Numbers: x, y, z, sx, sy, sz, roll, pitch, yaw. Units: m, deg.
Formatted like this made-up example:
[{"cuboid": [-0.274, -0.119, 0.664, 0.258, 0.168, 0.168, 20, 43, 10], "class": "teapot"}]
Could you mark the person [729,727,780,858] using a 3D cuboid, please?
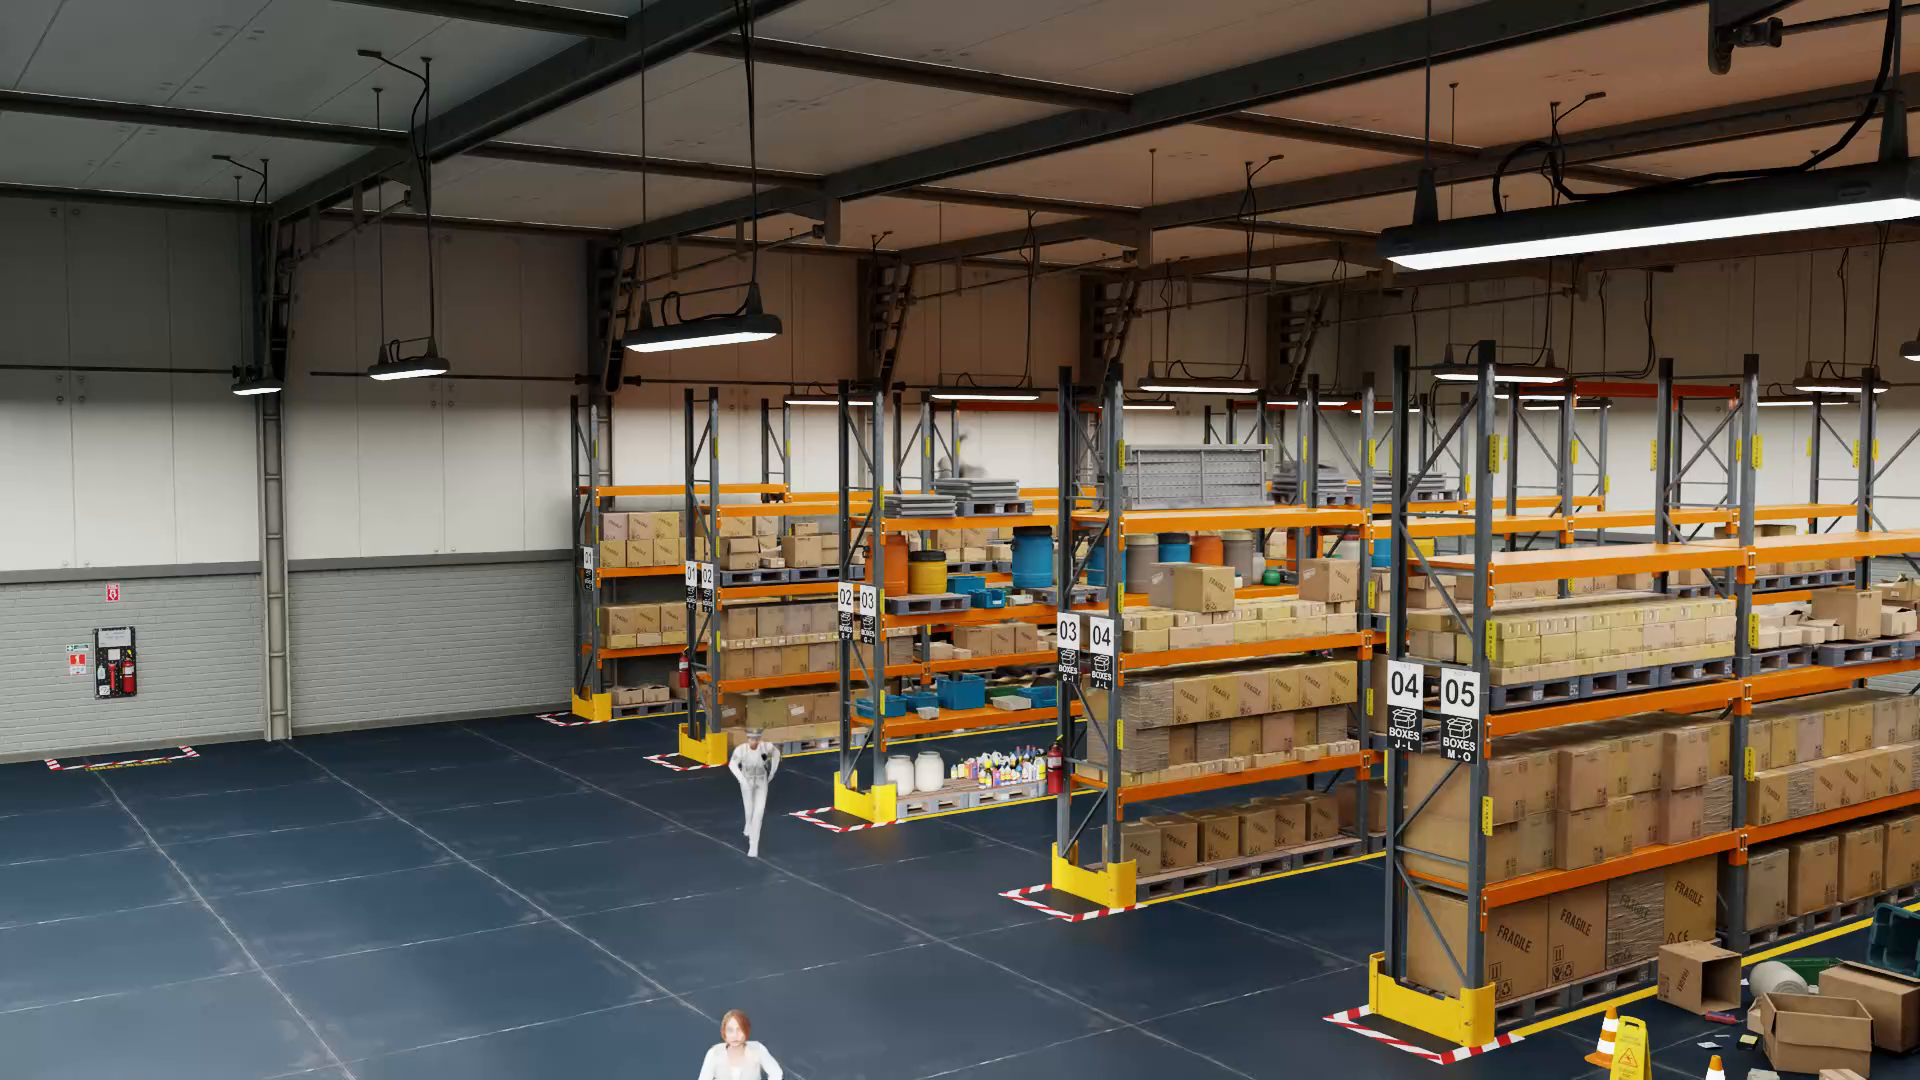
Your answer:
[{"cuboid": [-2.602, 3.118, 21.034, 0.651, 1.635, 0.979, -1, 4, -12], "class": "person"}]

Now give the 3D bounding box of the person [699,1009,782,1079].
[{"cuboid": [-1.408, 3.738, 10.496, 0.536, 1.565, 0.585, 0, 3, 0], "class": "person"}]

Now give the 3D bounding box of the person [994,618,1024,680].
[{"cuboid": [0.934, 2.092, 32.408, 0.673, 1.698, 0.645, -2, 4, -33], "class": "person"}]
